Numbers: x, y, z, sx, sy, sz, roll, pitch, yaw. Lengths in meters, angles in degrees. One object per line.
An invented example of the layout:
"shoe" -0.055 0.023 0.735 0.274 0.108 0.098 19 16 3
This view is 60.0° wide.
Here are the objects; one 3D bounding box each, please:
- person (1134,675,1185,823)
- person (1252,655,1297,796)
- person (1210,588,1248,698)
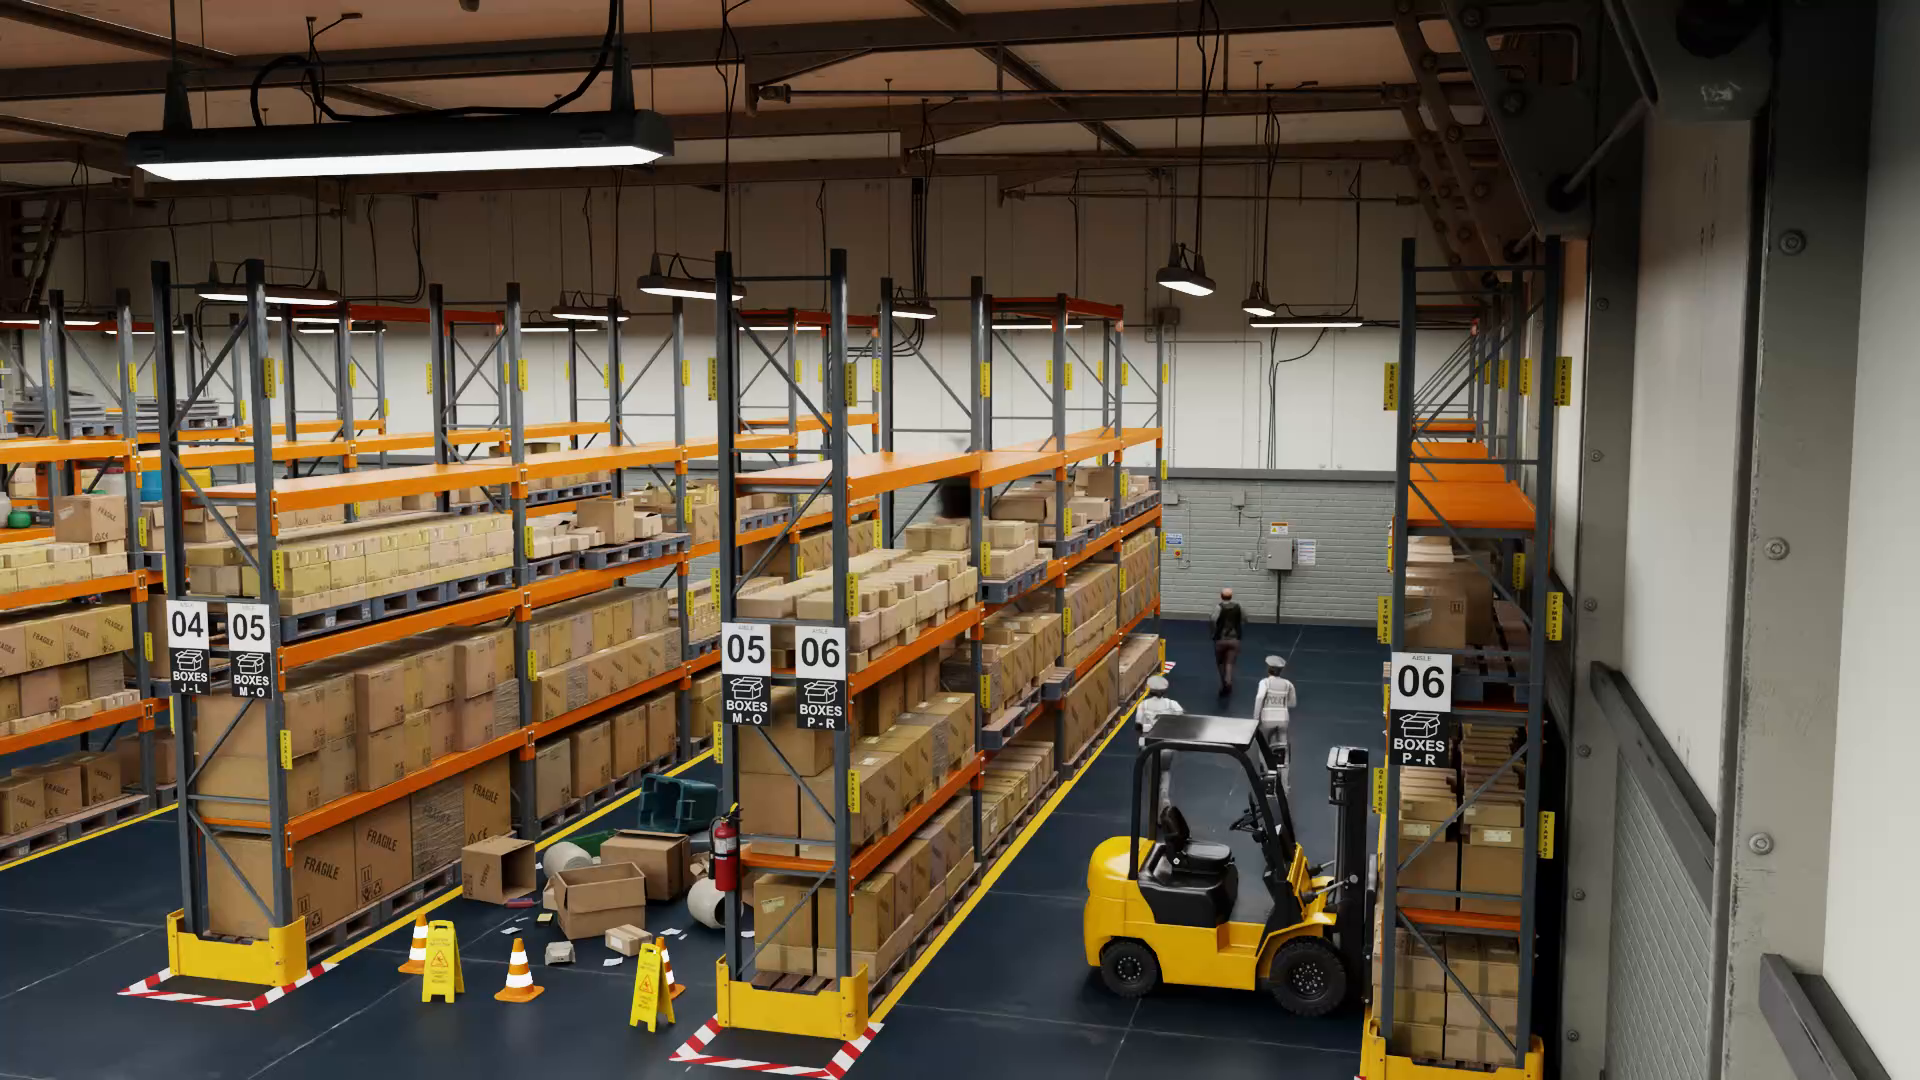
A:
"person" 2.272 2.369 18.902 0.580 1.620 0.711 0 6 0
"person" 3.772 2.244 19.898 0.597 1.664 0.933 0 6 -1
"person" 4.159 1.609 25.688 0.628 1.703 0.819 0 6 0
